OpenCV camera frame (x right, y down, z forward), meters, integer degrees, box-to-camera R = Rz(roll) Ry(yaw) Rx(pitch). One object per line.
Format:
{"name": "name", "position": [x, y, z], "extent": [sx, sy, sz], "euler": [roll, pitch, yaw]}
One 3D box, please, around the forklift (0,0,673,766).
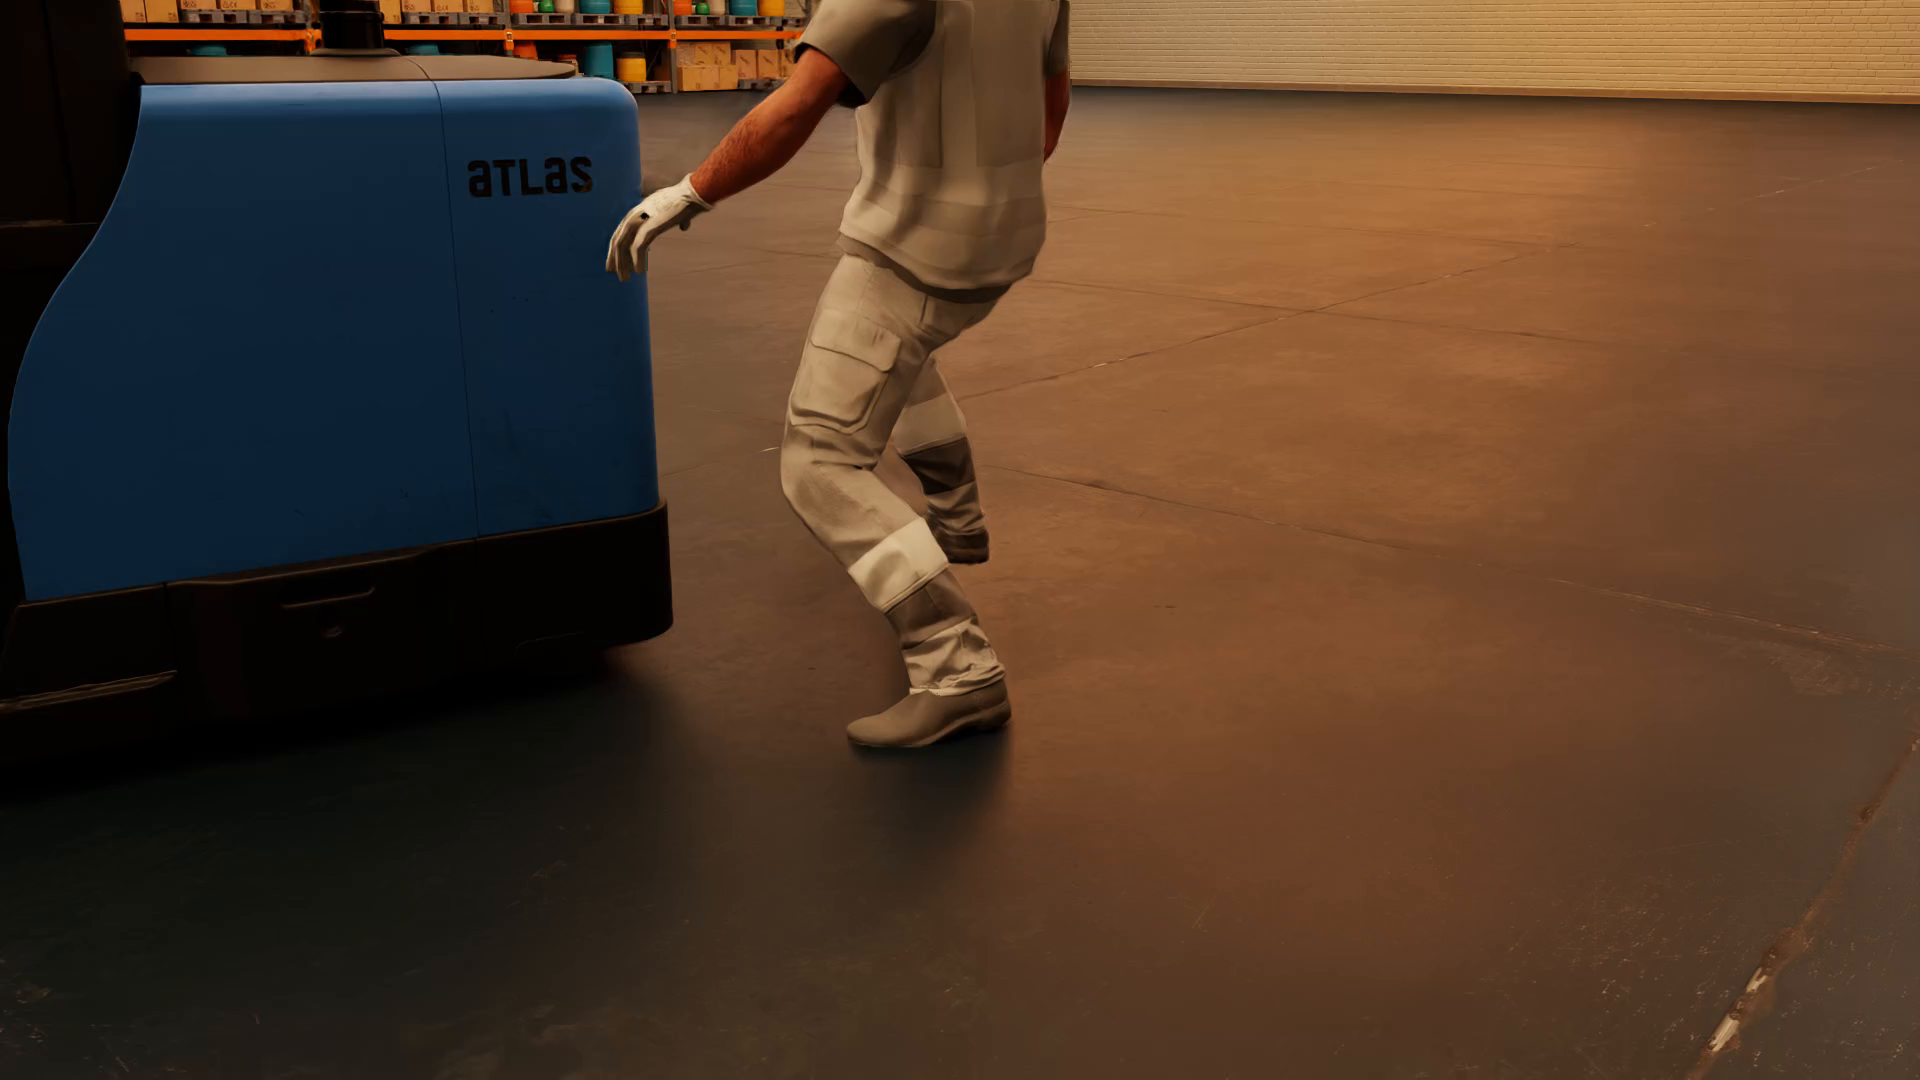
{"name": "forklift", "position": [-2.082, -1.072, 2.427], "extent": [3.031, 2.935, 1.130], "euler": [-10, 19, -29]}

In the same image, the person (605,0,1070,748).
{"name": "person", "position": [-0.102, -0.550, 2.999], "extent": [0.726, 1.643, 0.997], "euler": [11, 20, 32]}
